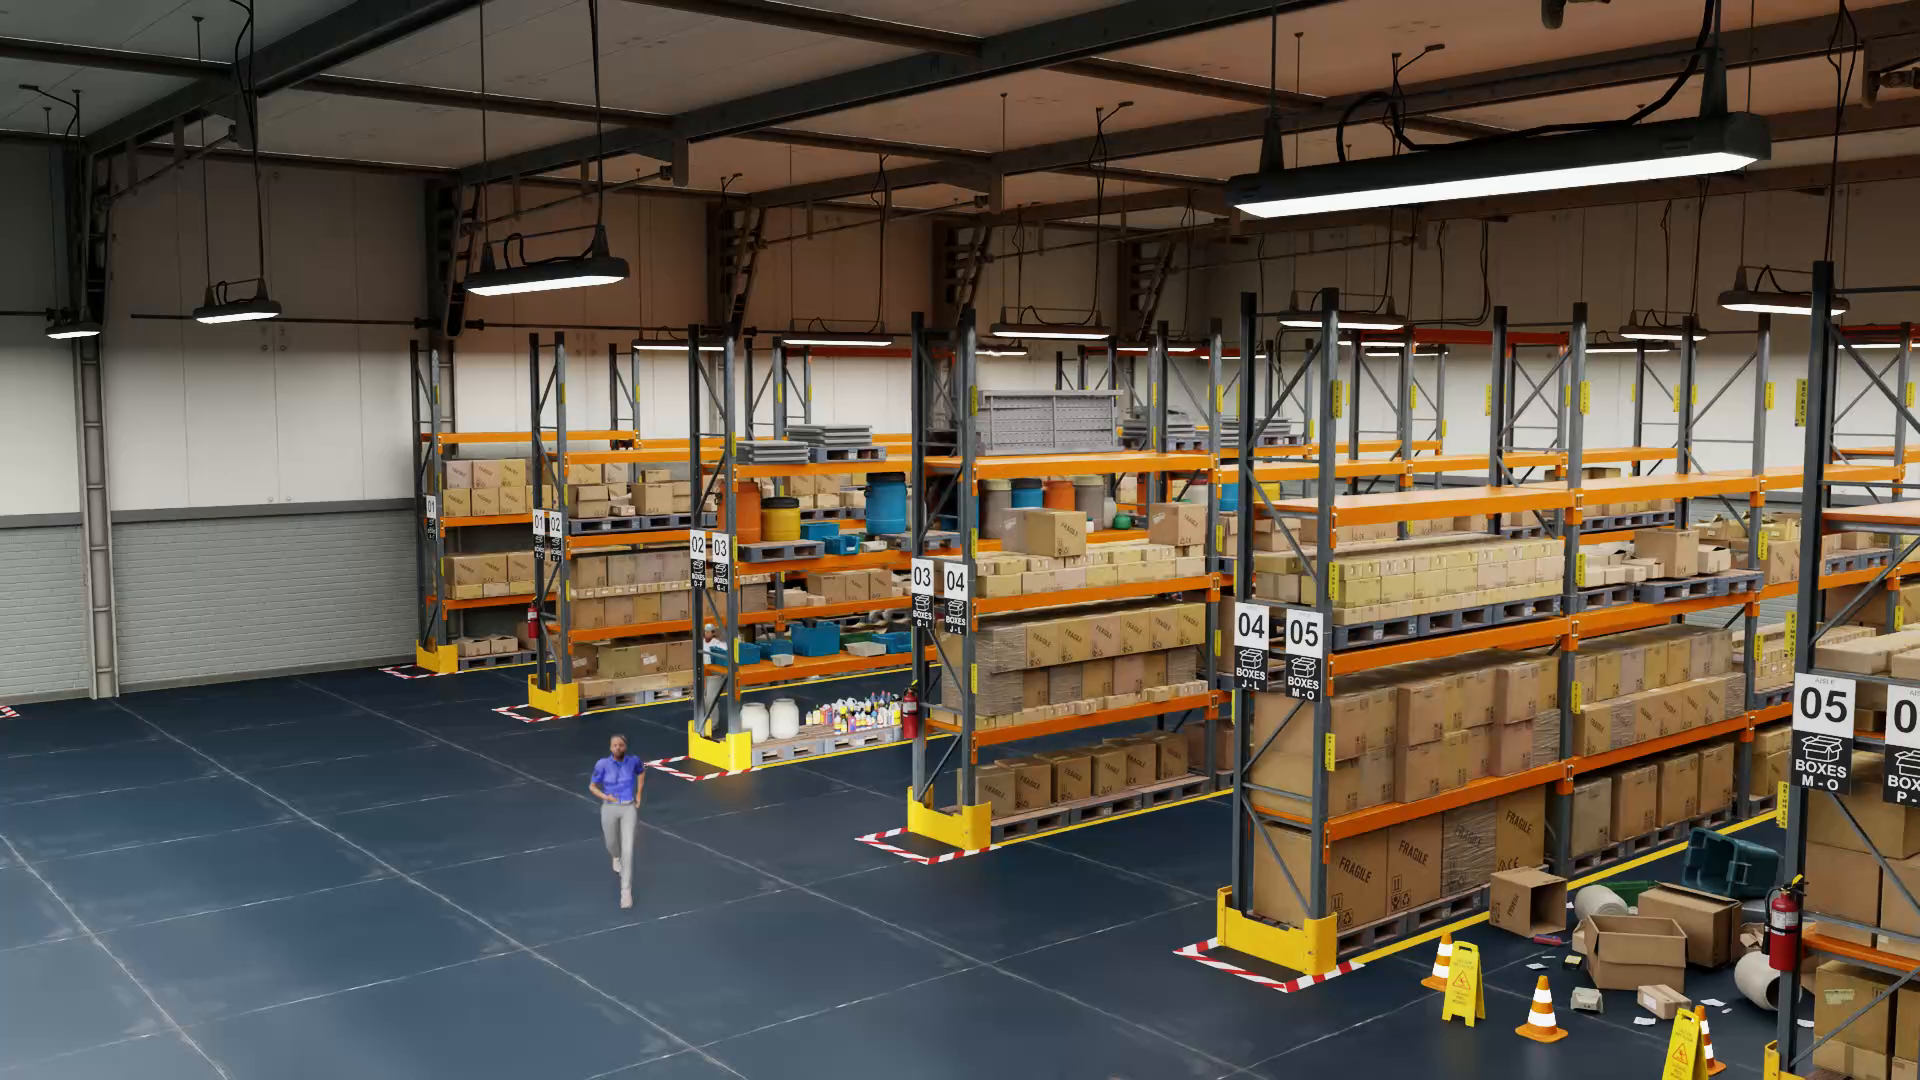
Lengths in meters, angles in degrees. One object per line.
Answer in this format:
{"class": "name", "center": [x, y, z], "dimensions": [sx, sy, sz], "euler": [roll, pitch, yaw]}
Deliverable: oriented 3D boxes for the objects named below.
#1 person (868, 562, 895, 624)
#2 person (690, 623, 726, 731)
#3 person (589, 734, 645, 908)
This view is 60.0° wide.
{"class": "person", "center": [-1.519, 1.230, 32.887], "dimensions": [0.736, 1.843, 0.630], "euler": [-5, 7, -41]}
{"class": "person", "center": [-3.773, 2.054, 24.875], "dimensions": [0.581, 1.622, 0.536], "euler": [2, 6, 21]}
{"class": "person", "center": [-3.489, 2.789, 16.942], "dimensions": [0.543, 1.676, 1.077], "euler": [-1, 5, -7]}
